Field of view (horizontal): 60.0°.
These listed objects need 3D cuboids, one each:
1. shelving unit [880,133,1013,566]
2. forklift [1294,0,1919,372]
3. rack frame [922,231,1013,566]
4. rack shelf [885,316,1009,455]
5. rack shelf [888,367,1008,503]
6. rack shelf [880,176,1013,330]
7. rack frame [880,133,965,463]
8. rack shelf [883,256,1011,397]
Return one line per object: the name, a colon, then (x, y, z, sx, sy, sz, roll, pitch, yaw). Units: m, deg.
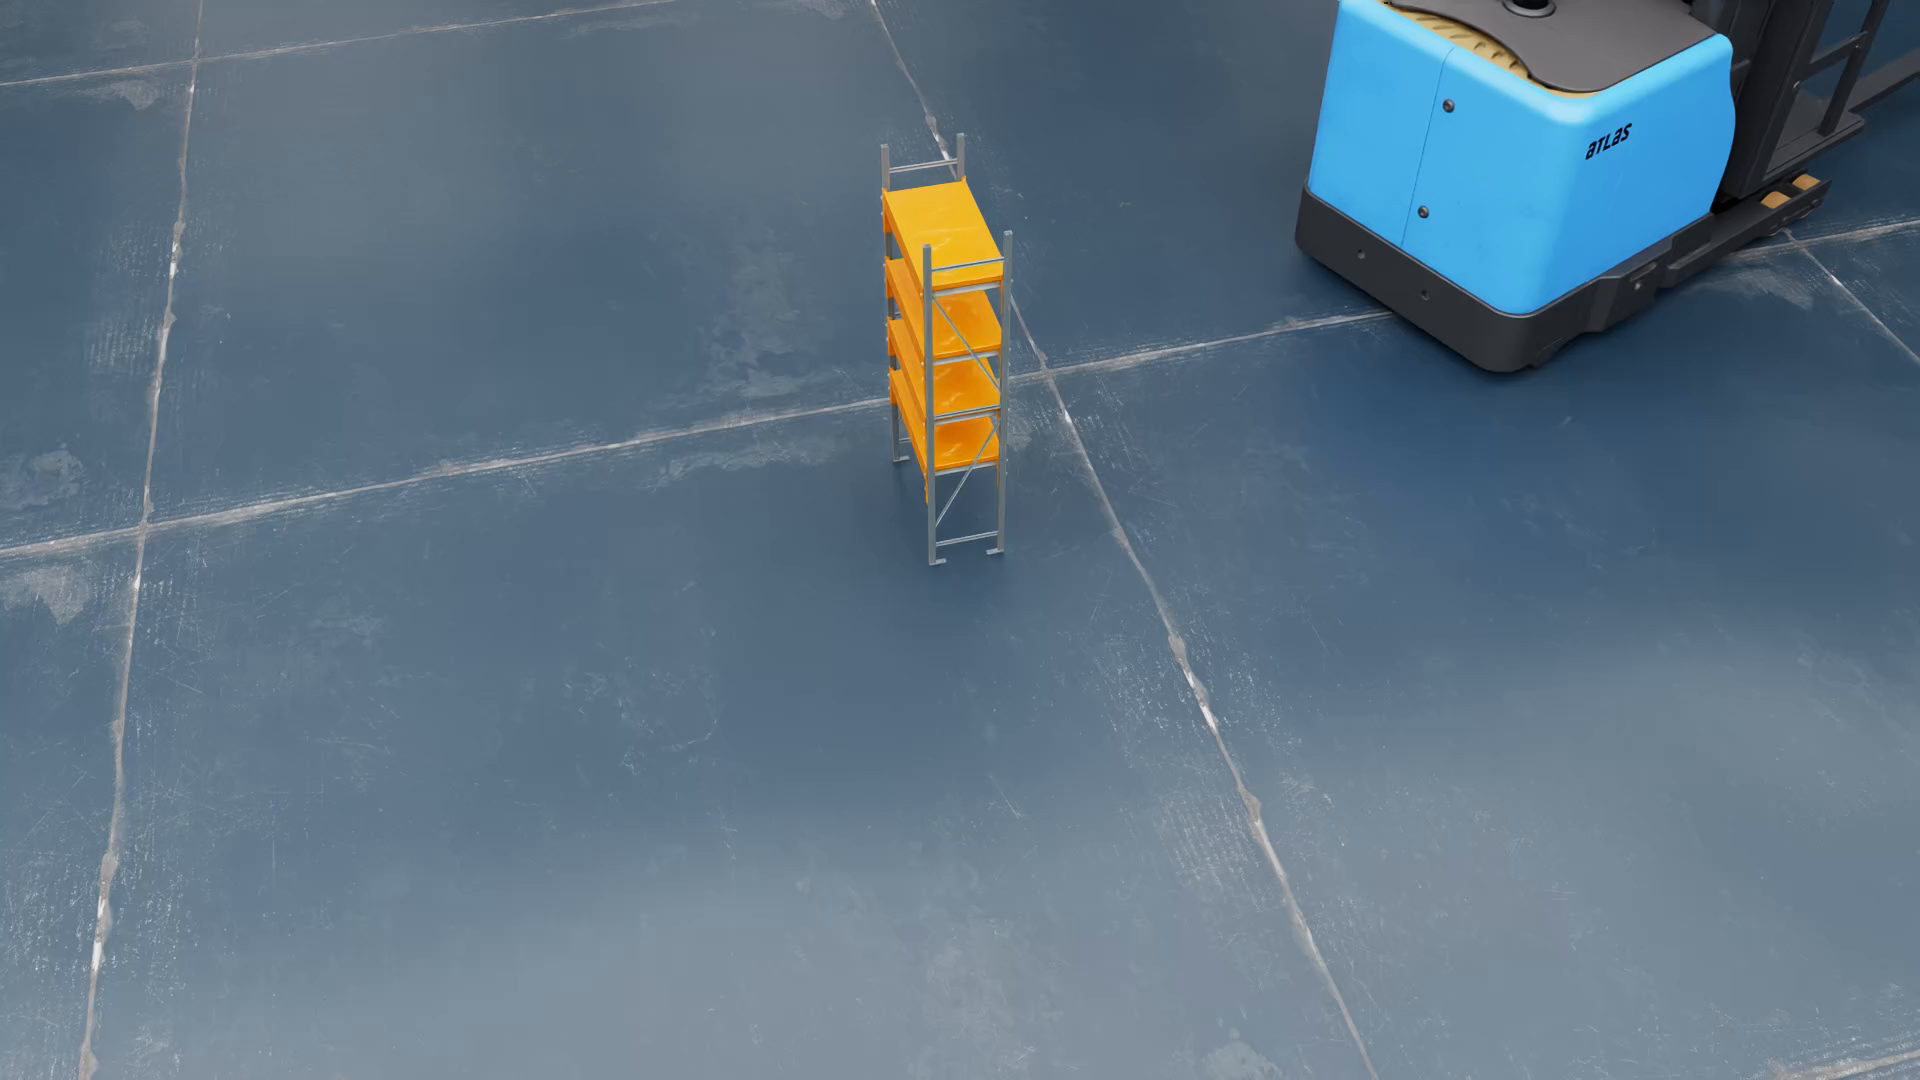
shelving unit: (-0.042, -0.534, 4.933, 0.258, 1.200, 0.503, -11, 47, -10)
forklift: (2.741, -2.469, 5.618, 3.031, 2.935, 1.130, -28, 52, -25)
rack frame: (0.020, -0.366, 4.768, 0.240, 1.200, 0.015, -11, 47, -10)
rack shelf: (-0.042, -0.487, 4.982, 0.258, 0.148, 0.480, -11, 47, -10)
rack shelf: (-0.042, -0.348, 5.123, 0.258, 0.148, 0.480, -11, 47, -10)
rack shelf: (-0.042, -0.809, 4.653, 0.258, 0.148, 0.480, -11, 47, -10)
rack frame: (-0.105, -0.703, 5.099, 0.240, 1.200, 0.015, -11, 47, -10)
rack shelf: (-0.042, -0.644, 4.822, 0.258, 0.148, 0.480, -11, 47, -10)
